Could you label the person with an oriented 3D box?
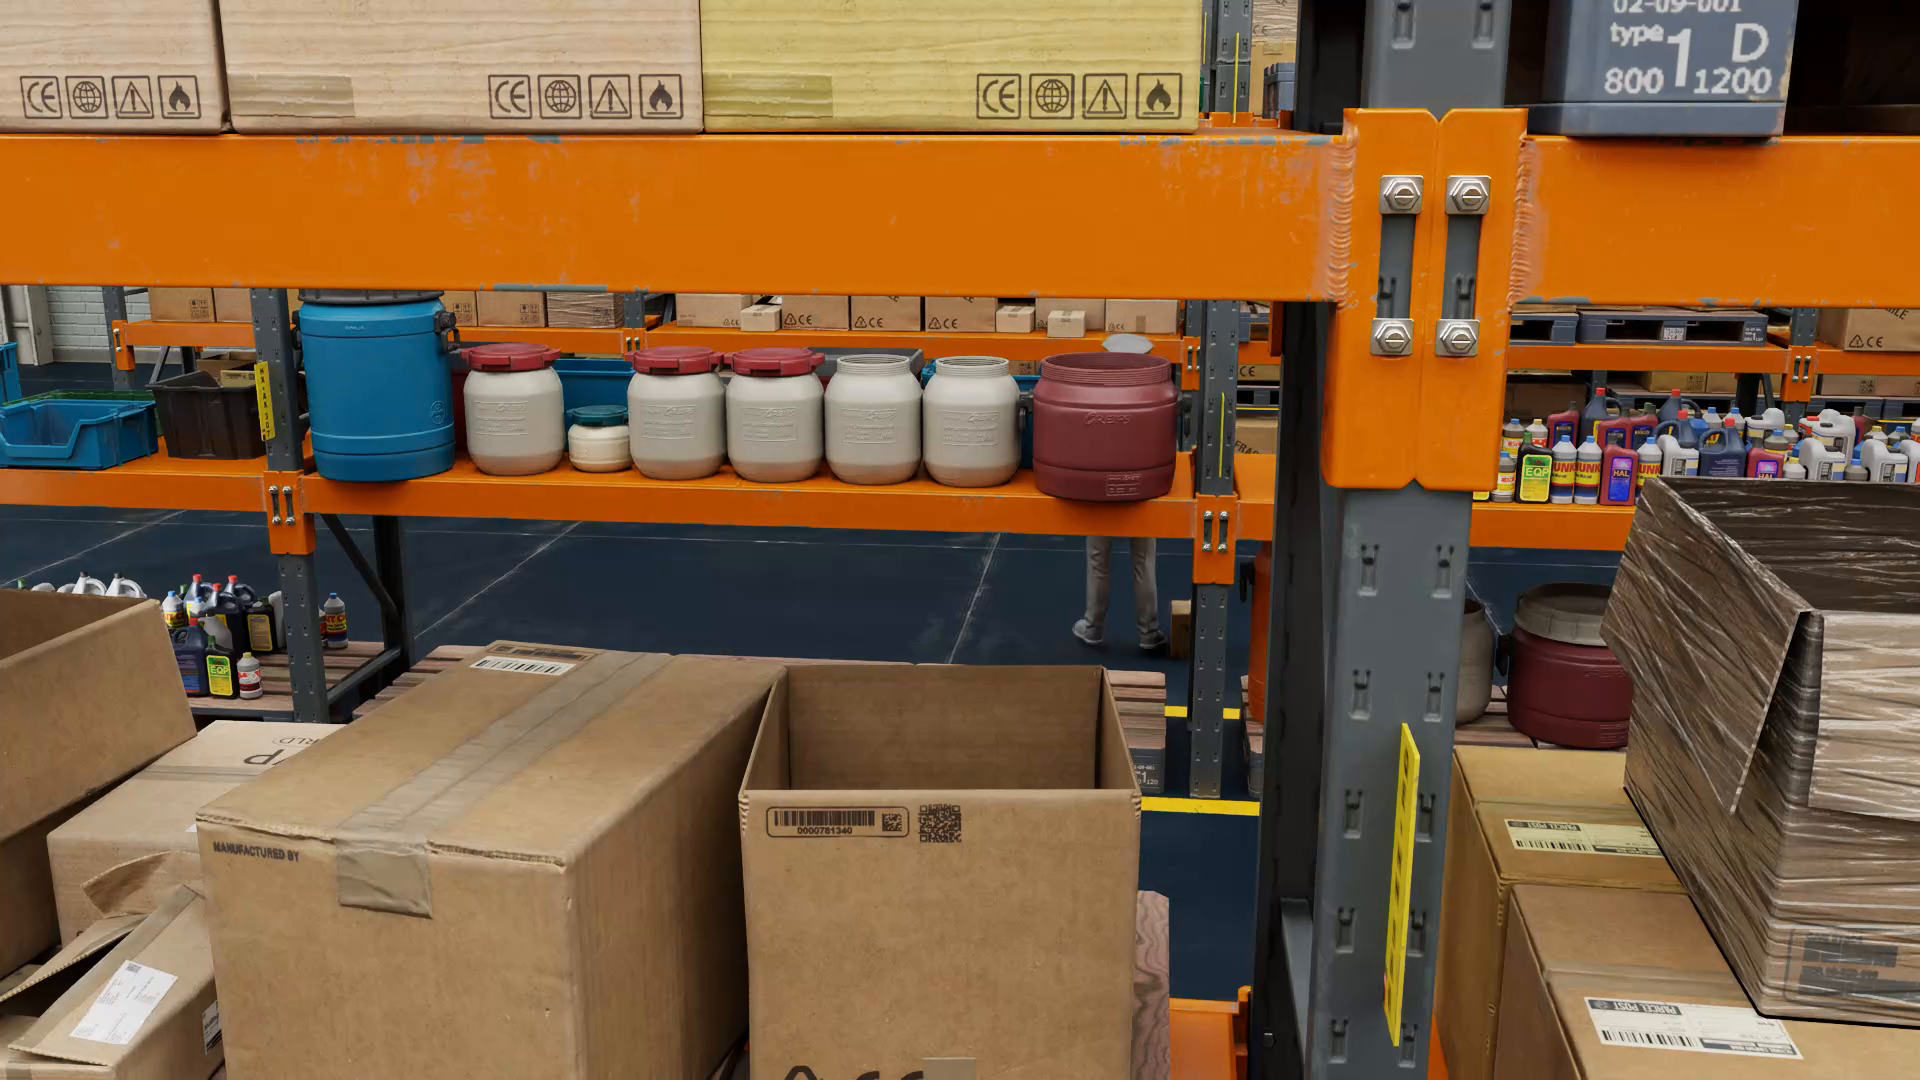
[{"bbox_3d":[0.837,-0.248,8.851,0.549,1.682,0.419,-5,15,-20],"label":"person"}]
